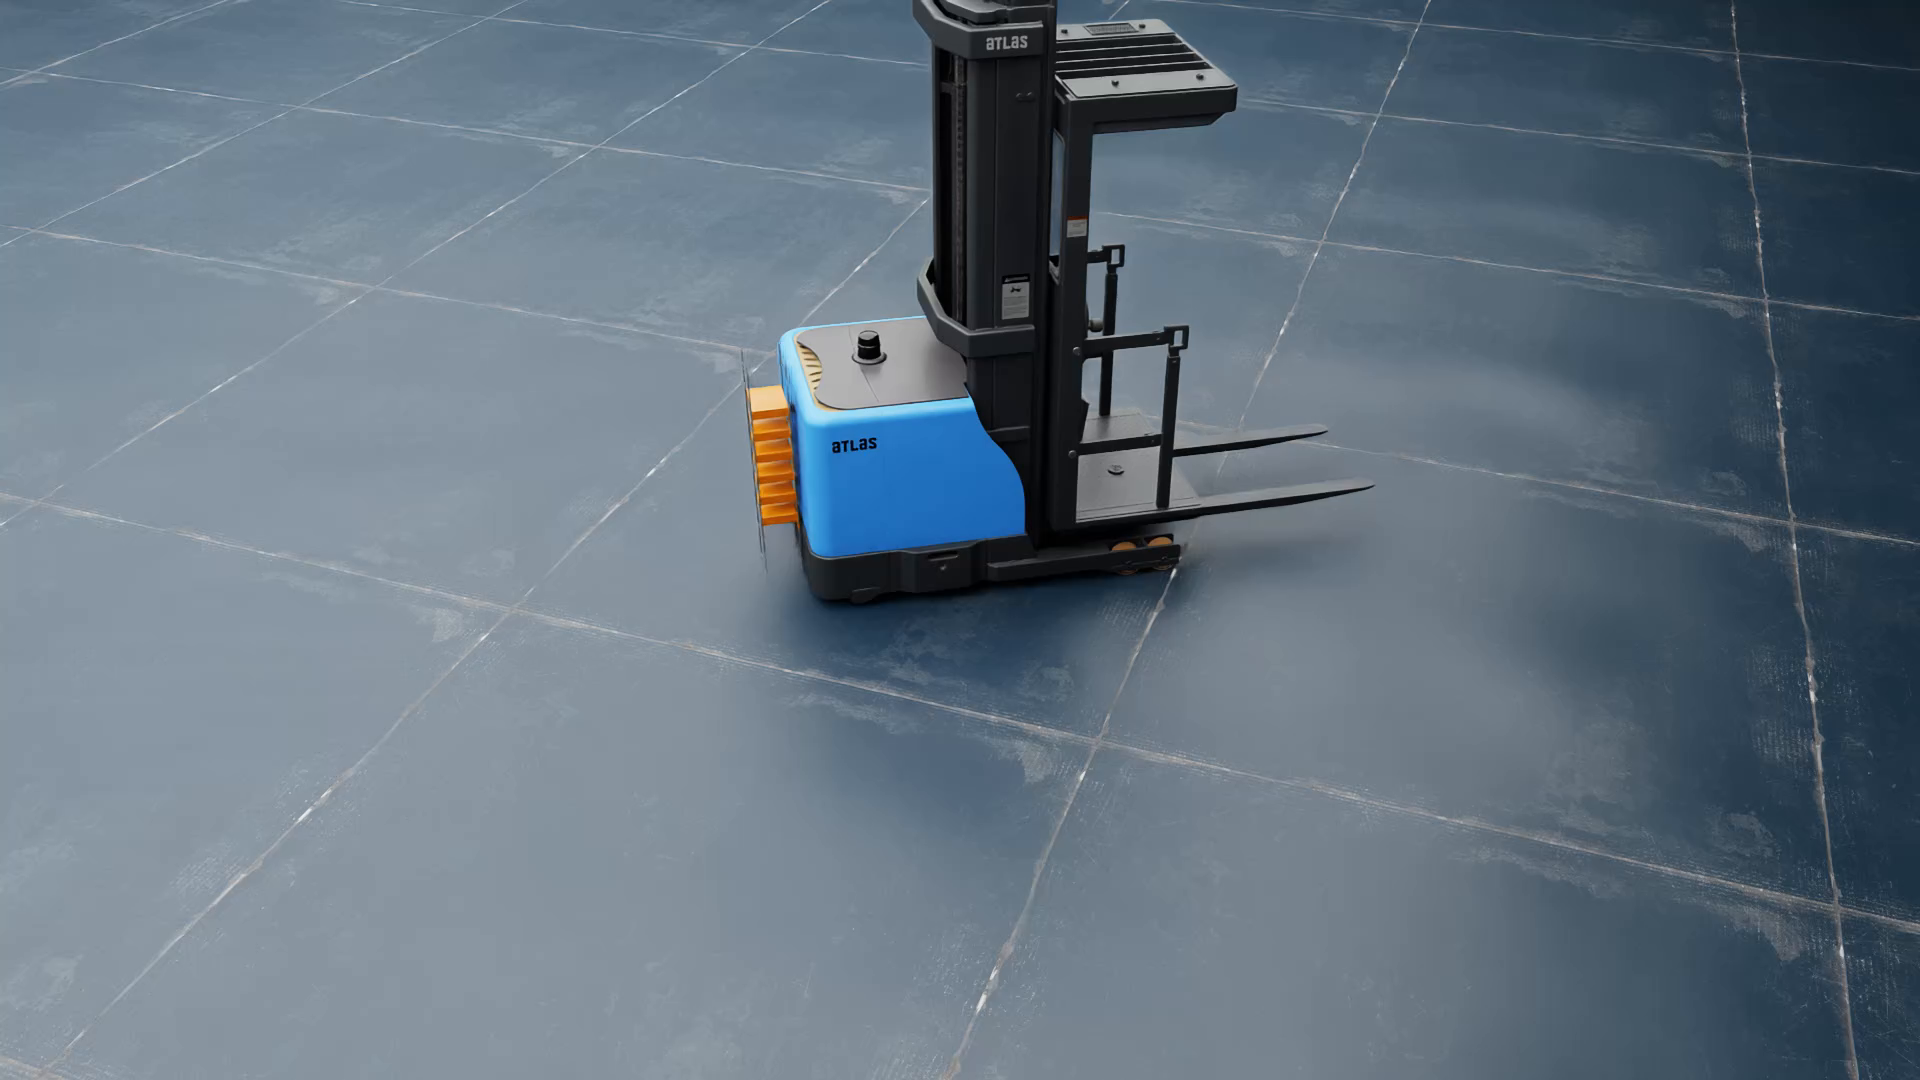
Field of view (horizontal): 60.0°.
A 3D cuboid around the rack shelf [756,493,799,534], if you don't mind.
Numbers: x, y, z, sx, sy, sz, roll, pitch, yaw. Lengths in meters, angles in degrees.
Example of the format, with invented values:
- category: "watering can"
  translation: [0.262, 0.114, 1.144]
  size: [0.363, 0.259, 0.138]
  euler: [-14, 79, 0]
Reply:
- category: "rack shelf"
  translation: [-0.921, -0.145, 8.390]
  size: [0.180, 0.103, 0.258]
  euler: [-8, 34, -10]

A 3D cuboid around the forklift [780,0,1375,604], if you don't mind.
- category: "forklift"
  translation: [0.647, -1.326, 8.102]
  size: [3.031, 2.935, 1.130]
  euler: [-7, 34, -11]

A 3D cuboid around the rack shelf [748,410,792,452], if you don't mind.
- category: "rack shelf"
  translation: [-0.930, -0.547, 8.128]
  size: [0.180, 0.103, 0.258]
  euler: [-8, 34, -10]

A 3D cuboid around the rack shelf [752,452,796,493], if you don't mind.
- category: "rack shelf"
  translation: [-0.926, -0.346, 8.259]
  size: [0.180, 0.103, 0.258]
  euler: [-8, 34, -10]

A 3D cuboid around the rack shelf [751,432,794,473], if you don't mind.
- category: "rack shelf"
  translation: [-0.928, -0.447, 8.194]
  size: [0.180, 0.103, 0.258]
  euler: [-8, 34, -10]

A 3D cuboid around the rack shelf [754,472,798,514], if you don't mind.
- category: "rack shelf"
  translation: [-0.924, -0.246, 8.325]
  size: [0.180, 0.103, 0.258]
  euler: [-8, 34, -10]

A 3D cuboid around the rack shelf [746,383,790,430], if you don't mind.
- category: "rack shelf"
  translation: [-0.932, -0.648, 8.063]
  size: [0.180, 0.103, 0.258]
  euler: [-8, 34, -10]

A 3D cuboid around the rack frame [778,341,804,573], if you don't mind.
- category: "rack frame"
  translation: [-0.837, -0.396, 8.251]
  size: [0.006, 1.200, 0.240]
  euler: [-8, 34, -10]

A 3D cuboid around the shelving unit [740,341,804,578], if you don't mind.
- category: "shelving unit"
  translation: [-0.927, -0.384, 8.235]
  size: [0.189, 1.200, 0.258]
  euler: [-8, 34, -10]

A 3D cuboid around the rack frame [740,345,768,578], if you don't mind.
- category: "rack frame"
  translation: [-1.016, -0.371, 8.219]
  size: [0.006, 1.200, 0.240]
  euler: [-8, 34, -10]
